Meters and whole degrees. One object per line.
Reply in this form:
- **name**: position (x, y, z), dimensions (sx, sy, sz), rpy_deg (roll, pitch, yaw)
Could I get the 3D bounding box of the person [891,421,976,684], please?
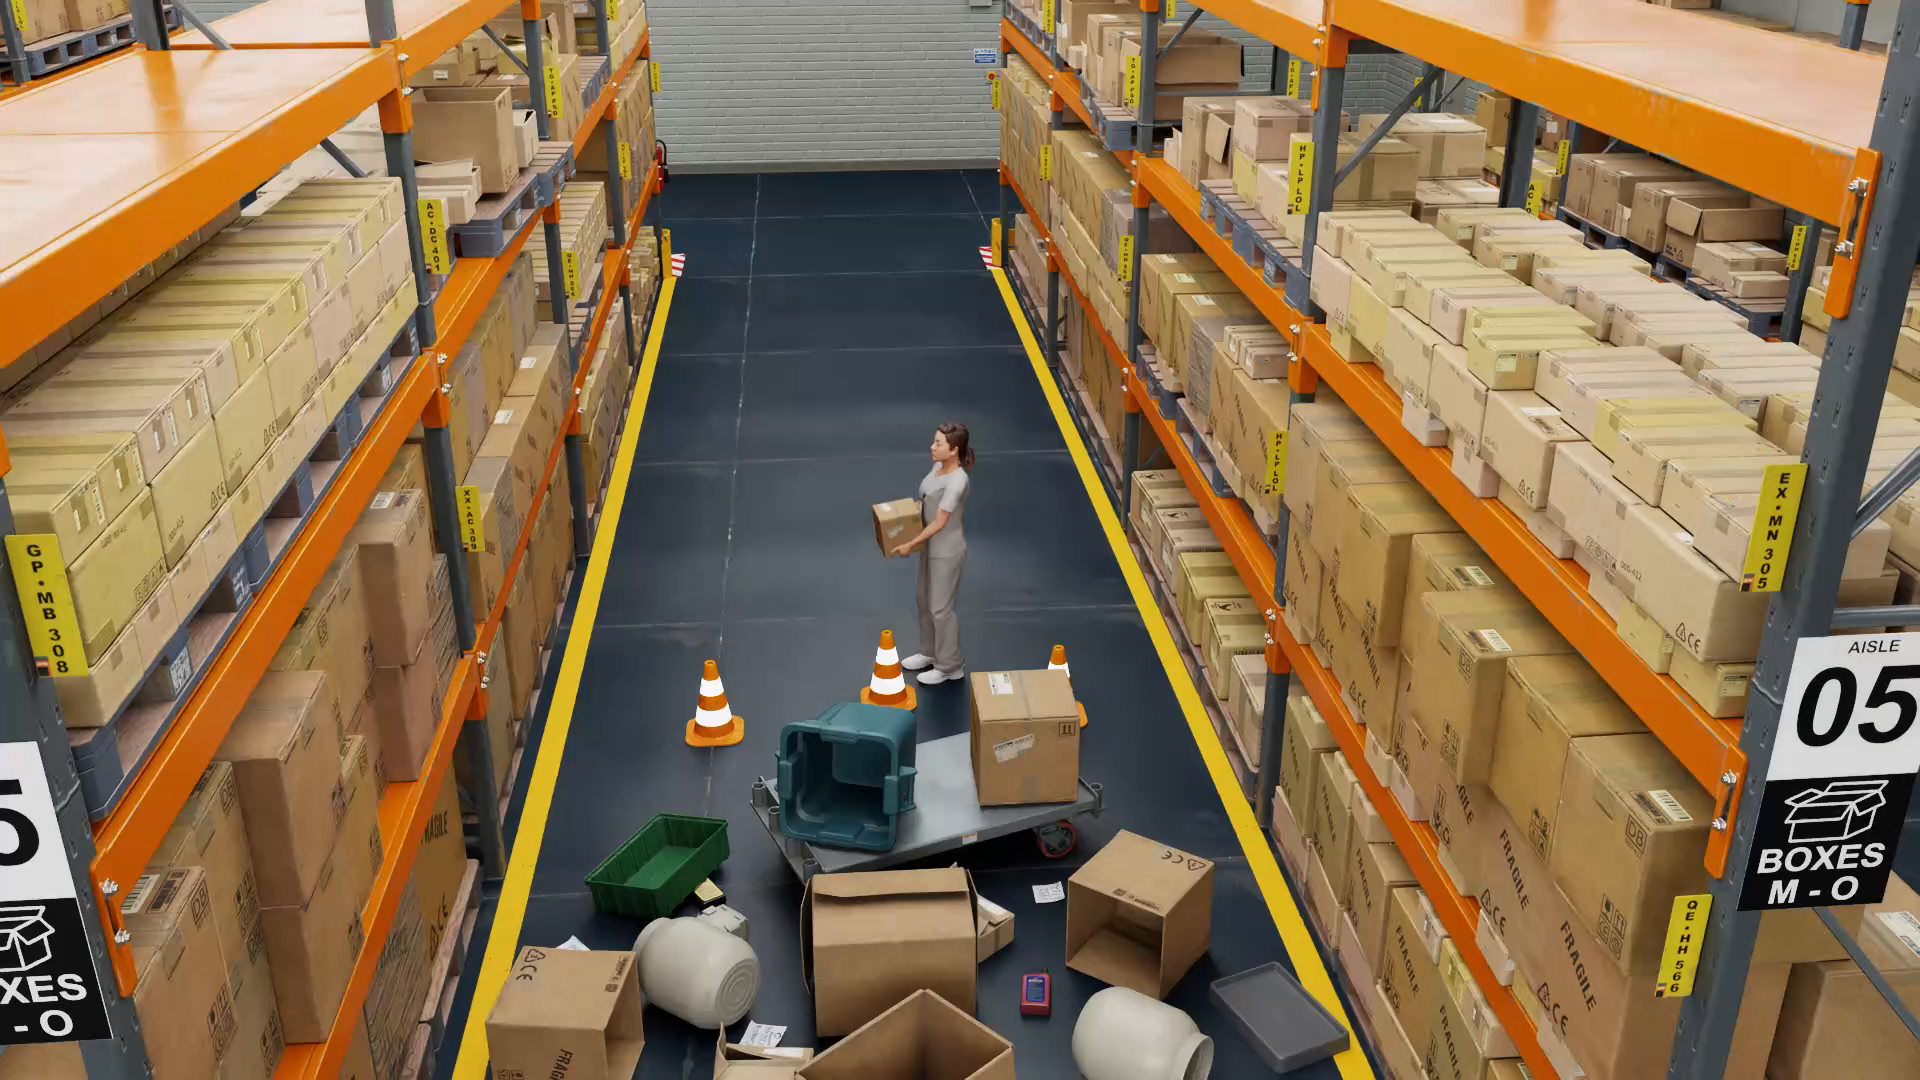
- **person**: position (-0.176, 0.075, 10.157), dimensions (0.556, 1.665, 0.436), rpy_deg (-6, 24, -13)
